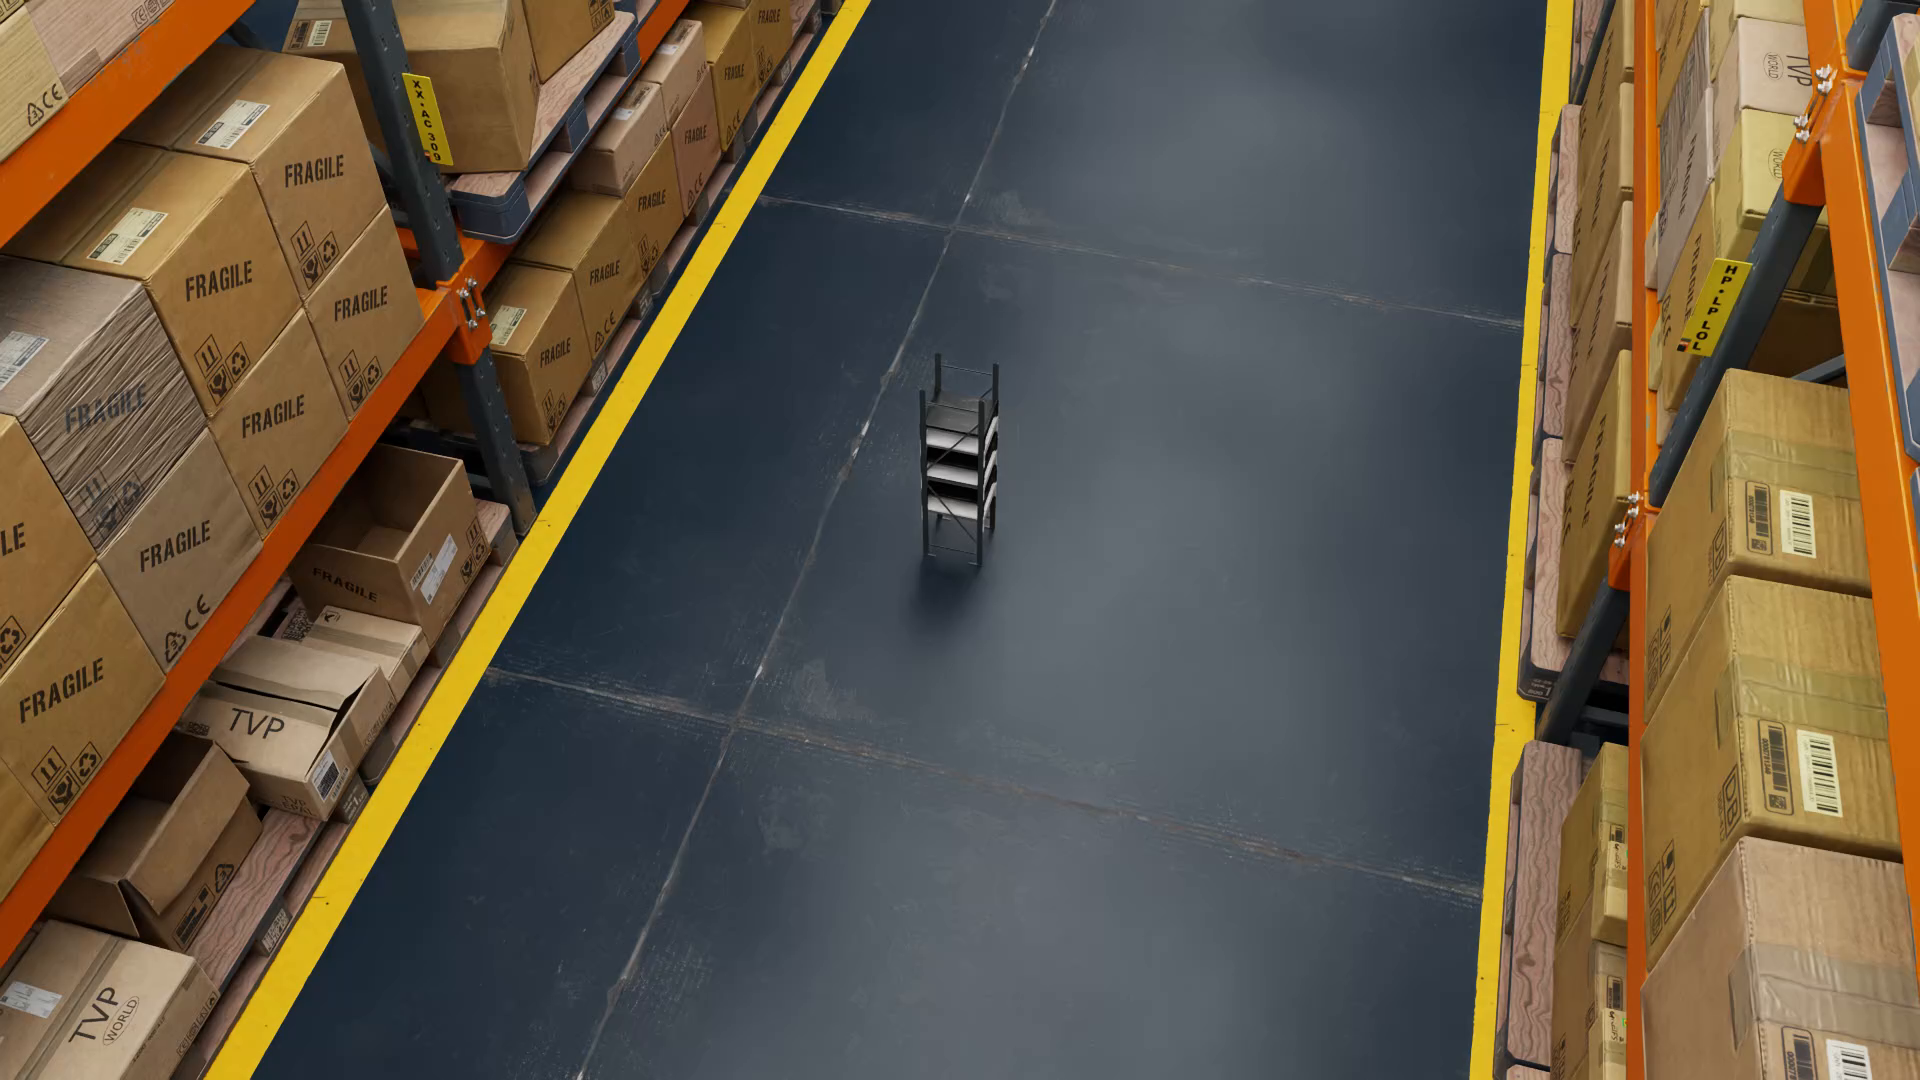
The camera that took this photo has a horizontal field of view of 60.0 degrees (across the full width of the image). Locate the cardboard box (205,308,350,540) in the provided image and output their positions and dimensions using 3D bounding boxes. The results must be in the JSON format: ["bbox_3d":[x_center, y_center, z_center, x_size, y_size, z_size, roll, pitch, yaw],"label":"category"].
[{"bbox_3d":[-2.230,-0.392,4.947,0.500,0.500,0.500,13,50,11],"label":"cardboard box"}]

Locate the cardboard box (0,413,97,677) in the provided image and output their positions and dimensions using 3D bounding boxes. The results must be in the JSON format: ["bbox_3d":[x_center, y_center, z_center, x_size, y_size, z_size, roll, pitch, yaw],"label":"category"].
[{"bbox_3d":[-2.494,0.008,3.927,0.500,0.500,0.500,11,50,10],"label":"cardboard box"}]

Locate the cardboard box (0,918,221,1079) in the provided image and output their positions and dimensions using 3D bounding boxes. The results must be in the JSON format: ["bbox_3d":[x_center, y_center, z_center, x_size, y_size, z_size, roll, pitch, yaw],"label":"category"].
[{"bbox_3d":[-2.585,1.453,4.926,0.500,0.250,0.500,12,50,10],"label":"cardboard box"}]

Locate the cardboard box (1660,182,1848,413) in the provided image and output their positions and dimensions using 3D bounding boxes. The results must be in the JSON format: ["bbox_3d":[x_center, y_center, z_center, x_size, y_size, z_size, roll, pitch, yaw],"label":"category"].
[{"bbox_3d":[2.447,-0.691,4.999,0.500,0.500,0.500,11,49,9],"label":"cardboard box"}]

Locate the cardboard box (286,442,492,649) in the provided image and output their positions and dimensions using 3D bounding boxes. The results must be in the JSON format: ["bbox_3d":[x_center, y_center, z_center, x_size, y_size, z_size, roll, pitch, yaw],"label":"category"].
[{"bbox_3d":[-2.088,0.006,6.037,0.500,0.500,0.500,12,50,10],"label":"cardboard box"}]

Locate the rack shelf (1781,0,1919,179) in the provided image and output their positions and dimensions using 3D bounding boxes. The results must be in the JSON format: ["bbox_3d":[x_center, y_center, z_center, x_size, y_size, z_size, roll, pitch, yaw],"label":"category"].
[{"bbox_3d":[3.095,-2.370,5.239,1.077,0.370,4.000,12,50,10],"label":"rack shelf"}]

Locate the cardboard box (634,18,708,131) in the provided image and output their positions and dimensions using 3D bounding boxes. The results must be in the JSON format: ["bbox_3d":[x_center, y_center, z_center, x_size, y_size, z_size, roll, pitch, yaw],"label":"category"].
[{"bbox_3d":[-1.455,-2.098,7.394,0.500,0.250,0.500,11,49,9],"label":"cardboard box"}]

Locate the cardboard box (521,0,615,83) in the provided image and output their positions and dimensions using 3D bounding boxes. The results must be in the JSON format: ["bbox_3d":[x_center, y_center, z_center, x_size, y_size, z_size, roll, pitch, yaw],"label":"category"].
[{"bbox_3d":[-1.751,-2.124,6.196,0.700,0.500,0.500,19,51,16],"label":"cardboard box"}]

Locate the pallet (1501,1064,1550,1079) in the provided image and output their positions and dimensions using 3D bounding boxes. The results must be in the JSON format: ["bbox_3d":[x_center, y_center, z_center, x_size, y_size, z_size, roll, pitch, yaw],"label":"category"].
[{"bbox_3d":[1.974,2.174,4.610,1.003,0.211,1.213,12,50,10],"label":"pallet"}]

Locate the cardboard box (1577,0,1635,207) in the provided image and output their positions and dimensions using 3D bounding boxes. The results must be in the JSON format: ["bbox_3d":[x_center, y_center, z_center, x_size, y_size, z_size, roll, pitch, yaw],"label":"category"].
[{"bbox_3d":[3.301,-1.984,7.573,0.750,0.750,0.750,11,49,10],"label":"cardboard box"}]

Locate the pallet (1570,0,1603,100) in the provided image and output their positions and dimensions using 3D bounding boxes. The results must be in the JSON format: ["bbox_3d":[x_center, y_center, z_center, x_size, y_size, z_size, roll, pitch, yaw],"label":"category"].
[{"bbox_3d":[3.828,-2.704,8.915,1.003,0.211,1.213,12,50,10],"label":"pallet"}]

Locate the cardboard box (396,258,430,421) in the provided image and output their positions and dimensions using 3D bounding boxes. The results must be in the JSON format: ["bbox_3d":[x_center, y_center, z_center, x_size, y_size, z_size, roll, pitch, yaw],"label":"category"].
[{"bbox_3d":[-2.358,-0.876,6.815,0.500,0.500,0.500,11,50,10],"label":"cardboard box"}]

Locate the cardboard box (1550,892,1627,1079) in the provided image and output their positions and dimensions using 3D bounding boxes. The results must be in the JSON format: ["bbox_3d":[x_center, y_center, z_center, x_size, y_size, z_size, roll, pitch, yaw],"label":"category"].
[{"bbox_3d":[2.137,1.403,4.817,0.700,0.500,0.500,11,50,10],"label":"cardboard box"}]

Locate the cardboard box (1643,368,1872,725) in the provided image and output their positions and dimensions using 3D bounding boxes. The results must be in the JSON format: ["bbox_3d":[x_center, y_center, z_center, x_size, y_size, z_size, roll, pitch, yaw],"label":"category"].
[{"bbox_3d":[2.410,0.121,4.361,0.980,0.700,0.700,12,50,11],"label":"cardboard box"}]

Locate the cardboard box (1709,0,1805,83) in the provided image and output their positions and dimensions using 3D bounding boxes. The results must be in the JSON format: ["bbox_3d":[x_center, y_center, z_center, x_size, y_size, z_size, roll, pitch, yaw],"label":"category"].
[{"bbox_3d":[2.723,-1.680,5.373,0.500,0.250,0.500,12,50,11],"label":"cardboard box"}]

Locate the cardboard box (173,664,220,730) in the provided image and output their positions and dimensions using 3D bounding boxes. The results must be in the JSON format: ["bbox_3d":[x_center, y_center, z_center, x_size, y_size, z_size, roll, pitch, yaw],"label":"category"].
[{"bbox_3d":[-2.749,0.537,5.791,0.380,0.166,0.250,12,50,10],"label":"cardboard box"}]

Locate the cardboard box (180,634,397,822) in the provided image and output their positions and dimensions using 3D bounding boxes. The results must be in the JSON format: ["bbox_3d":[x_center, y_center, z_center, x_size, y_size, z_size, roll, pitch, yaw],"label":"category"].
[{"bbox_3d":[-2.285,0.611,5.629,0.500,0.311,0.500,12,50,10],"label":"cardboard box"}]

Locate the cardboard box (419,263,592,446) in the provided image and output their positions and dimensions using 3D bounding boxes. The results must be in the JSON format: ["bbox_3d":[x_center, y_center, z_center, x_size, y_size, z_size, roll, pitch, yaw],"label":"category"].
[{"bbox_3d":[-1.849,-0.764,6.716,0.500,0.500,0.500,10,49,8],"label":"cardboard box"}]

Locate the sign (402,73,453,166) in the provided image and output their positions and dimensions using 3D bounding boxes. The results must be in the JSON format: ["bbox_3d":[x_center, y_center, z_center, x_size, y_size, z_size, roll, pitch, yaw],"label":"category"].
[{"bbox_3d":[-1.686,-1.329,5.264,0.100,0.325,0.005,12,50,10],"label":"sign"}]

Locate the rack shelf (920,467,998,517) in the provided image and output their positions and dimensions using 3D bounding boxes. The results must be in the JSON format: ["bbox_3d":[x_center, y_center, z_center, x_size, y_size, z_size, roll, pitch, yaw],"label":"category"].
[{"bbox_3d":[-0.002,-0.210,6.419,0.258,0.077,0.200,12,50,10],"label":"rack shelf"}]

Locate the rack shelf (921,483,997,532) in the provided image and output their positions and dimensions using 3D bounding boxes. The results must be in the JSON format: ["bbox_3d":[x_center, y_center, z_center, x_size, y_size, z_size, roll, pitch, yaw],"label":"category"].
[{"bbox_3d":[-0.002,-0.151,6.486,0.258,0.077,0.200,12,50,10],"label":"rack shelf"}]

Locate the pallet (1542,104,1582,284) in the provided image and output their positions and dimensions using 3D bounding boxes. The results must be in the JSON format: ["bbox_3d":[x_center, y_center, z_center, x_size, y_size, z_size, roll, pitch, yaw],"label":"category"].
[{"bbox_3d":[3.341,-1.584,7.926,1.003,0.211,1.213,12,50,10],"label":"pallet"}]

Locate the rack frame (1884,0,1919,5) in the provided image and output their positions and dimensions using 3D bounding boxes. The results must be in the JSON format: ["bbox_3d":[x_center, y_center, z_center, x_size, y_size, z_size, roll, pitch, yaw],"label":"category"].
[{"bbox_3d":[2.568,-2.154,2.568,1.000,3.000,0.127,12,50,10],"label":"rack frame"}]

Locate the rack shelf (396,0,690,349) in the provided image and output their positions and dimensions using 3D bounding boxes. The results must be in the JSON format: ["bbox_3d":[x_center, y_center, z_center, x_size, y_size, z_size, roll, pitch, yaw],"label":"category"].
[{"bbox_3d":[-1.685,-2.352,7.224,1.077,0.370,4.000,12,50,10],"label":"rack shelf"}]

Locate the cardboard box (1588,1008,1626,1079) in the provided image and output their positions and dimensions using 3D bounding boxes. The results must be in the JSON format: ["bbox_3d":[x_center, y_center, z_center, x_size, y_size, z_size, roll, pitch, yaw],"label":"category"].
[{"bbox_3d":[1.869,1.415,4.374,0.380,0.149,0.250,10,49,9],"label":"cardboard box"}]

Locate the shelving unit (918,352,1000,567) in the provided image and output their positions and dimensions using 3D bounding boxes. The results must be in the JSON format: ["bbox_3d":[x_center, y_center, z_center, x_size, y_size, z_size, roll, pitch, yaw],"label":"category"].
[{"bbox_3d":[-0.002,-0.292,6.326,0.258,0.900,0.210,12,50,10],"label":"shelving unit"}]

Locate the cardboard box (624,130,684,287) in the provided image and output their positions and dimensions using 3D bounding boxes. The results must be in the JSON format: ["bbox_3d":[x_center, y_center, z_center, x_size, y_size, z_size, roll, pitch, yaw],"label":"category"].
[{"bbox_3d":[-1.581,-1.512,7.377,0.500,0.500,0.500,12,50,10],"label":"cardboard box"}]

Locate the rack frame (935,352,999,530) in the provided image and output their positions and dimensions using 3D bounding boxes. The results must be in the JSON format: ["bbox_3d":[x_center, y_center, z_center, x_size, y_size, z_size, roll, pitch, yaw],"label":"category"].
[{"bbox_3d":[0.025,-0.365,6.391,0.240,0.900,0.006,12,50,10],"label":"rack frame"}]

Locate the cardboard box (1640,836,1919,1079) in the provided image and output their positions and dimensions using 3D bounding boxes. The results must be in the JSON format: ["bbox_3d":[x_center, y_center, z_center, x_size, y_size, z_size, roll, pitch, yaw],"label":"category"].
[{"bbox_3d":[2.030,1.176,3.430,0.980,0.700,0.700,9,49,8],"label":"cardboard box"}]

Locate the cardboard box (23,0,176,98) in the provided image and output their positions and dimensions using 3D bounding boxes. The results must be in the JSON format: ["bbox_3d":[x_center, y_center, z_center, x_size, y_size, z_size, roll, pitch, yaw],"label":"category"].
[{"bbox_3d":[-2.225,-1.323,3.935,0.500,0.250,0.500,12,50,10],"label":"cardboard box"}]

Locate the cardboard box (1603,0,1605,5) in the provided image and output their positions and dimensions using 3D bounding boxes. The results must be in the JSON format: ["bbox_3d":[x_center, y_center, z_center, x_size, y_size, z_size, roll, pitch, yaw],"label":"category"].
[{"bbox_3d":[3.760,-2.912,8.612,0.700,0.500,0.500,12,50,11],"label":"cardboard box"}]

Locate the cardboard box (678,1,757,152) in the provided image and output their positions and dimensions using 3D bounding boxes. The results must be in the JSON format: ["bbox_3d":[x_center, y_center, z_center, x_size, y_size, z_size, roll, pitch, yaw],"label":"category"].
[{"bbox_3d":[-1.315,-2.258,8.035,0.500,0.500,0.500,10,49,9],"label":"cardboard box"}]

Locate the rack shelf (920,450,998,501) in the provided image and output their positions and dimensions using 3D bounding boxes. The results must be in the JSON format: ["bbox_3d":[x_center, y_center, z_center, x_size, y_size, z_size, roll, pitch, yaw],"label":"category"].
[{"bbox_3d":[-0.002,-0.270,6.351,0.258,0.077,0.200,12,50,10],"label":"rack shelf"}]

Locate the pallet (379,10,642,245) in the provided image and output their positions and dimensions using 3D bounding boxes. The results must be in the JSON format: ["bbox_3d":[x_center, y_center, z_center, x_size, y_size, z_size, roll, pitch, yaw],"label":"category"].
[{"bbox_3d":[-1.896,-1.637,6.241,1.003,0.211,1.213,12,50,10],"label":"pallet"}]

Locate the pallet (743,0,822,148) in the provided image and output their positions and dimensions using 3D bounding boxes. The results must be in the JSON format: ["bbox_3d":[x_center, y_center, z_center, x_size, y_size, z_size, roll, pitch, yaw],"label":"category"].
[{"bbox_3d":[-1.392,-2.582,8.807,1.003,0.211,1.213,12,50,10],"label":"pallet"}]

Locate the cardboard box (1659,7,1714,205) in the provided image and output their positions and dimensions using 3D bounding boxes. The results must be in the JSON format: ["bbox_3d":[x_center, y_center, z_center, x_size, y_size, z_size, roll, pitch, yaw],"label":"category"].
[{"bbox_3d":[2.712,-1.423,5.646,0.500,0.500,0.500,12,50,10],"label":"cardboard box"}]

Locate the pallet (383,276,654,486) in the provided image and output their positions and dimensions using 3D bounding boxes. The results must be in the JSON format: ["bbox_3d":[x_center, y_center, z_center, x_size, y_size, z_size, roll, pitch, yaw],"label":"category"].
[{"bbox_3d":[-2.034,-0.817,7.249,1.003,0.211,1.213,12,50,10],"label":"pallet"}]

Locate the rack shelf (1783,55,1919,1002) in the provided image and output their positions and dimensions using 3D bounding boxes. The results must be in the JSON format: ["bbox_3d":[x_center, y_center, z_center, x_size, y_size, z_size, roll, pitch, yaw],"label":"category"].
[{"bbox_3d":[2.042,0.523,2.686,1.077,0.370,4.000,12,50,10],"label":"rack shelf"}]

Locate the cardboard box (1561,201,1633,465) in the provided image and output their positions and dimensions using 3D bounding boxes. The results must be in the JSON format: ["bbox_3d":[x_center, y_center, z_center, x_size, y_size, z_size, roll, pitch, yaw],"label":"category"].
[{"bbox_3d":[2.845,-0.736,6.471,0.750,0.750,0.750,13,50,11],"label":"cardboard box"}]

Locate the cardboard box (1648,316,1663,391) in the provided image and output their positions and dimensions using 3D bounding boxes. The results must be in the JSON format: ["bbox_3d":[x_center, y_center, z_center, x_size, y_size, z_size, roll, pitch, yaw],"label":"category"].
[{"bbox_3d":[2.428,-0.580,5.334,0.380,0.149,0.250,12,50,11],"label":"cardboard box"}]

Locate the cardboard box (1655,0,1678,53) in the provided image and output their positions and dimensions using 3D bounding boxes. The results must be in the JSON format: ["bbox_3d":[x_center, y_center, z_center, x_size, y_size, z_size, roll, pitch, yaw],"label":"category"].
[{"bbox_3d":[2.968,-2.164,6.300,0.500,0.500,0.500,11,50,10],"label":"cardboard box"}]

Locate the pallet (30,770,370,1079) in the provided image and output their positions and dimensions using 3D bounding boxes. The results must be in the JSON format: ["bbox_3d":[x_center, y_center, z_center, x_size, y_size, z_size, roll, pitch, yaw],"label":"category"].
[{"bbox_3d":[-2.713,1.161,5.504,1.003,0.211,1.213,12,50,10],"label":"pallet"}]

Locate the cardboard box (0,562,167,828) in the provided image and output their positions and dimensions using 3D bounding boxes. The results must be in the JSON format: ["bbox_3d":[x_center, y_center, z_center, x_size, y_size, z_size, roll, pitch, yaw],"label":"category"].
[{"bbox_3d":[-2.495,0.349,4.293,0.500,0.500,0.500,12,50,11],"label":"cardboard box"}]

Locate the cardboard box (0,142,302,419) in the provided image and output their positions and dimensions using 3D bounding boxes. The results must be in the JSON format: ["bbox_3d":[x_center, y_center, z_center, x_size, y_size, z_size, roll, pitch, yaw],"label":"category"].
[{"bbox_3d":[-2.227,-0.720,4.570,0.500,0.500,0.500,11,49,9],"label":"cardboard box"}]

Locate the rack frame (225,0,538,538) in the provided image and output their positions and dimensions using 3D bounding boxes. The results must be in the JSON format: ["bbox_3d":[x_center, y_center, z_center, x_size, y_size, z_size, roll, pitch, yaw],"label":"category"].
[{"bbox_3d":[-2.212,-1.144,5.678,1.000,3.000,0.127,12,50,10],"label":"rack frame"}]

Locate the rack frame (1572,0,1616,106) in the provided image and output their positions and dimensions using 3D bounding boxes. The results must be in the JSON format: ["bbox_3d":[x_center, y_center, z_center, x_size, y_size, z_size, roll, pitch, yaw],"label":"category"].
[{"bbox_3d":[3.621,-3.062,7.371,1.000,3.000,0.127,12,50,10],"label":"rack frame"}]

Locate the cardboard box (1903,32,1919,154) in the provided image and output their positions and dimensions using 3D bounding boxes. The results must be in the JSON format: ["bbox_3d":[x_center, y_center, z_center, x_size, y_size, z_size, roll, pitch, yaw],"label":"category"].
[{"bbox_3d":[2.132,-0.836,3.159,0.500,0.250,0.500,11,50,10],"label":"cardboard box"}]
